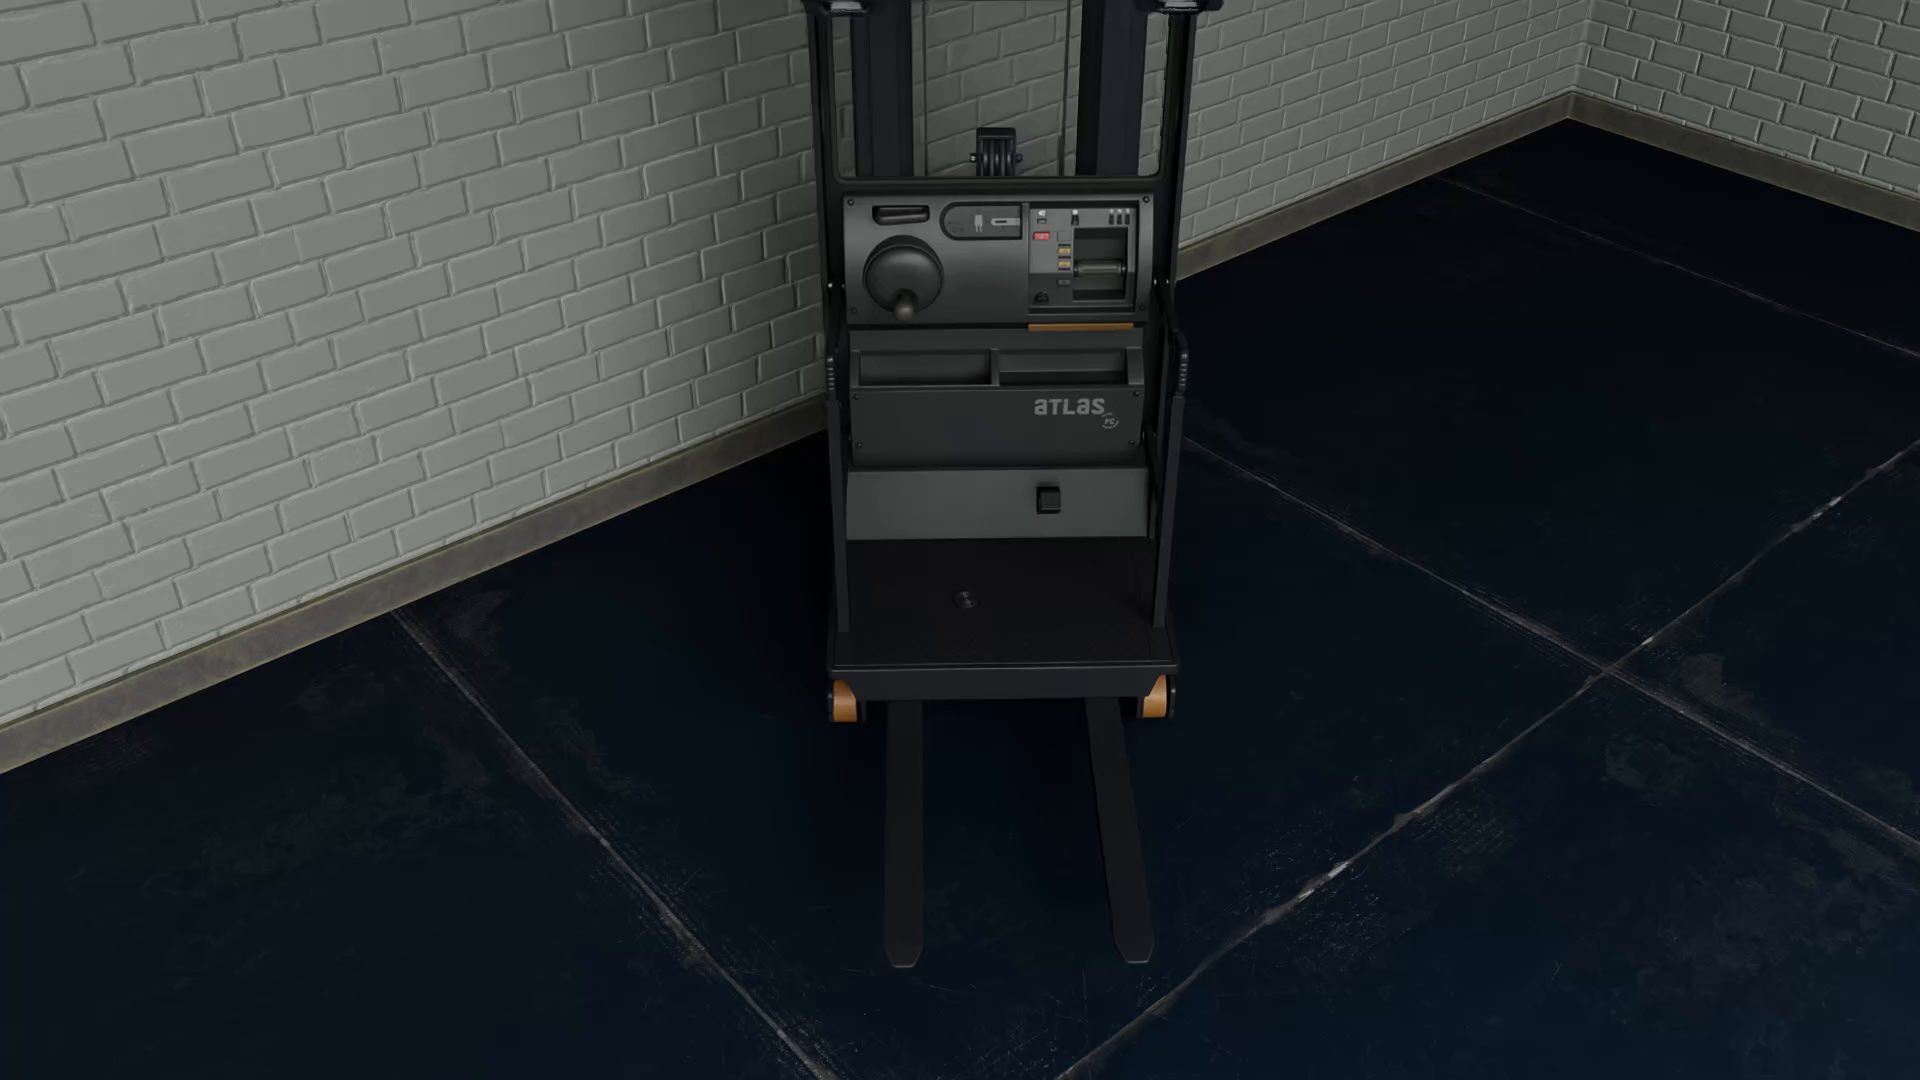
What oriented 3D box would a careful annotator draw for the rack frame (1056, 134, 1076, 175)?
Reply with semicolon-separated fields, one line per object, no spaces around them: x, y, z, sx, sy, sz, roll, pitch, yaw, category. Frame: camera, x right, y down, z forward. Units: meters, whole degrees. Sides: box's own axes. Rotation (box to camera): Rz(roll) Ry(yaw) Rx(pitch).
0.465;-1.102;6.765;0.240;1.200;0.006;-25;43;-32;rack frame

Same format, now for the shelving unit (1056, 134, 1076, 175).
0.523;-1.061;6.708;0.258;1.200;0.189;-25;43;-32;shelving unit

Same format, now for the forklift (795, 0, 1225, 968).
0.123;-0.788;4.827;1.130;2.935;3.031;-1;35;-1;forklift
